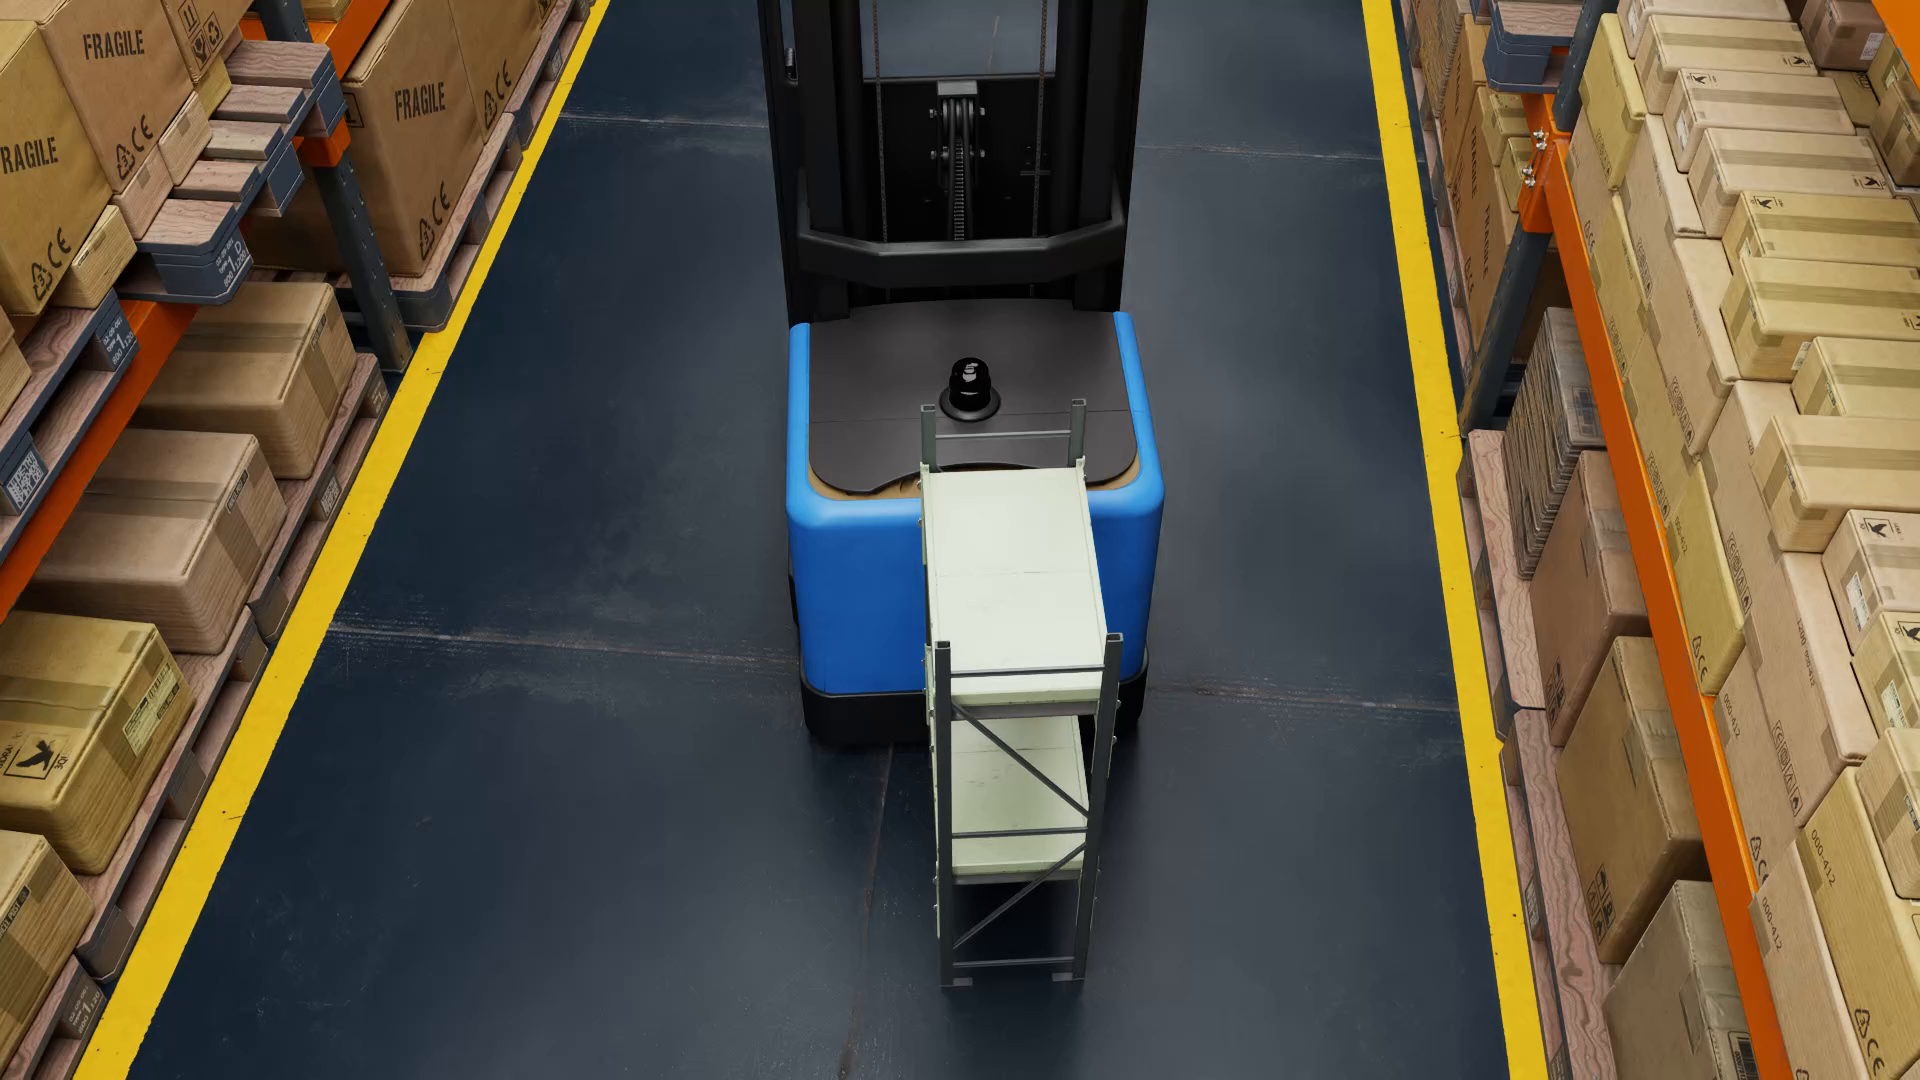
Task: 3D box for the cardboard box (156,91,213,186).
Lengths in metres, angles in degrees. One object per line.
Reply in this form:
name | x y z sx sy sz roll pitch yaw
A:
cardboard box | -2.334 -1.129 4.635 0.380 0.149 0.250 4 48 3

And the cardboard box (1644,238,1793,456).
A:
cardboard box | 1.940 -0.445 3.887 0.500 0.250 0.500 3 48 3

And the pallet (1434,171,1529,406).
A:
pallet | 2.442 -0.993 6.515 1.003 0.211 1.213 4 48 4

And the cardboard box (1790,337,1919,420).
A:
cardboard box | 1.979 -0.279 3.465 0.380 0.149 0.250 4 48 4

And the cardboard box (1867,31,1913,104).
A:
cardboard box | 2.595 -1.188 4.296 0.380 0.149 0.250 5 48 5

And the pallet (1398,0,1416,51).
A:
pallet | 2.664 -2.785 8.155 1.003 0.211 1.213 4 48 4

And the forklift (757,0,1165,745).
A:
forklift | -0.035 -1.448 5.088 1.130 2.935 3.031 -2 48 -2

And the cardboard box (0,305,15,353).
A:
cardboard box | -2.504 -0.489 3.611 0.500 0.500 0.500 2 48 2

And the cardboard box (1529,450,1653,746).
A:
cardboard box | 2.214 0.210 4.850 0.875 0.625 0.625 5 48 5

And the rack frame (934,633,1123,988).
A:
rack frame | 0.146 0.720 4.075 0.400 1.500 0.023 -2 48 -2

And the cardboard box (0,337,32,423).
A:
cardboard box | -2.465 -0.375 3.946 0.380 0.149 0.250 2 48 2

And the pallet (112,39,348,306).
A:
pallet | -2.566 -1.123 4.874 1.213 0.211 1.003 4 48 4

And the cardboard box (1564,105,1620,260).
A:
cardboard box | 2.052 -1.027 4.758 0.500 0.250 0.500 4 48 4

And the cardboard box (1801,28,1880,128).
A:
cardboard box | 2.572 -1.157 4.538 0.500 0.250 0.500 5 48 4

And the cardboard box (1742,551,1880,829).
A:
cardboard box | 1.854 0.302 3.204 0.500 0.250 0.500 5 48 4

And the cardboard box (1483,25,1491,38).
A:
cardboard box | 2.282 -2.052 6.564 0.380 0.149 0.250 3 48 3

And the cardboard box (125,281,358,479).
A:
cardboard box | -2.669 -0.559 5.725 0.950 0.372 0.625 1 48 1

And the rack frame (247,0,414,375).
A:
rack frame | -2.607 -1.719 5.289 1.000 3.000 0.127 4 48 4

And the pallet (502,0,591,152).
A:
pallet | -2.347 -2.246 7.661 1.003 0.211 1.213 4 48 4

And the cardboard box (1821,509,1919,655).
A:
cardboard box | 1.869 0.092 3.126 0.380 0.149 0.250 4 48 4

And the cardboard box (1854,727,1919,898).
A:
cardboard box | 1.754 0.464 2.786 0.380 0.149 0.250 3 48 2

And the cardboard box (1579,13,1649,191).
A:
cardboard box | 2.027 -1.198 4.576 0.500 0.250 0.500 4 48 3

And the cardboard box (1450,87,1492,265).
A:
cardboard box | 2.217 -1.378 6.387 0.500 0.500 0.500 3 48 3

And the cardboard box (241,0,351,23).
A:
cardboard box | -2.312 -2.011 5.658 0.500 0.250 0.500 3 48 3

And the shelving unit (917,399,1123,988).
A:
shelving unit | 0.126 0.450 4.322 0.431 1.500 0.755 -2 48 -2

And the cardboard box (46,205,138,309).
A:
cardboard box | -2.376 -0.741 4.281 0.380 0.149 0.250 5 48 4

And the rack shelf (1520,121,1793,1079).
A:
rack shelf | 2.154 0.325 3.908 1.077 0.370 4.000 4 48 4

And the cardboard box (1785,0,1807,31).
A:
cardboard box | 2.539 -1.931 5.131 0.500 0.500 0.500 6 48 5

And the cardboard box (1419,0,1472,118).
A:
cardboard box | 2.290 -2.146 7.089 0.500 0.500 0.500 2 48 2

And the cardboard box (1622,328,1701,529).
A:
cardboard box | 1.962 -0.279 4.074 0.500 0.250 0.500 2 48 2

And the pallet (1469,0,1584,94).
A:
pallet | 2.328 -1.826 5.517 1.213 0.211 1.003 4 48 4

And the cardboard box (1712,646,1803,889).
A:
cardboard box | 1.873 0.482 3.378 0.500 0.250 0.500 4 48 4

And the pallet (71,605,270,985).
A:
pallet | -2.794 0.691 4.975 1.003 0.211 1.213 4 48 4

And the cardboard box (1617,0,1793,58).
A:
cardboard box | 2.014 -1.426 4.514 0.380 0.149 0.250 5 48 5

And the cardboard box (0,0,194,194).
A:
cardboard box | -2.408 -1.261 4.317 0.500 0.500 0.500 3 48 3

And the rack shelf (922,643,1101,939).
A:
rack shelf | 0.126 0.670 4.562 0.431 0.370 0.720 -2 48 -2

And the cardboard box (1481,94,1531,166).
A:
cardboard box | 2.123 -1.487 6.047 0.380 0.149 0.250 2 48 2

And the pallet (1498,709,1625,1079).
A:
pallet | 2.108 1.050 4.647 1.003 0.211 1.213 4 48 4

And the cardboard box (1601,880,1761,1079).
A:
cardboard box | 2.086 1.258 3.892 0.875 0.625 0.625 3 48 3

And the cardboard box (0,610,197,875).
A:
cardboard box | -2.803 0.541 4.719 0.950 0.372 0.625 5 48 5

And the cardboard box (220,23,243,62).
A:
cardboard box | -2.403 -1.519 4.992 0.380 0.149 0.250 5 48 5

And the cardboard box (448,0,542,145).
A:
cardboard box | -2.376 -2.300 6.977 0.875 0.875 0.875 4 48 4

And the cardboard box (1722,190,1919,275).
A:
cardboard box | 1.988 -0.659 3.813 0.380 0.149 0.250 4 48 4

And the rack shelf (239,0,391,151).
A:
rack shelf | -2.425 -2.946 6.899 1.077 0.370 4.000 4 48 4

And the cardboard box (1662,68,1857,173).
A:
cardboard box | 1.993 -1.039 4.160 0.380 0.149 0.250 5 48 5
